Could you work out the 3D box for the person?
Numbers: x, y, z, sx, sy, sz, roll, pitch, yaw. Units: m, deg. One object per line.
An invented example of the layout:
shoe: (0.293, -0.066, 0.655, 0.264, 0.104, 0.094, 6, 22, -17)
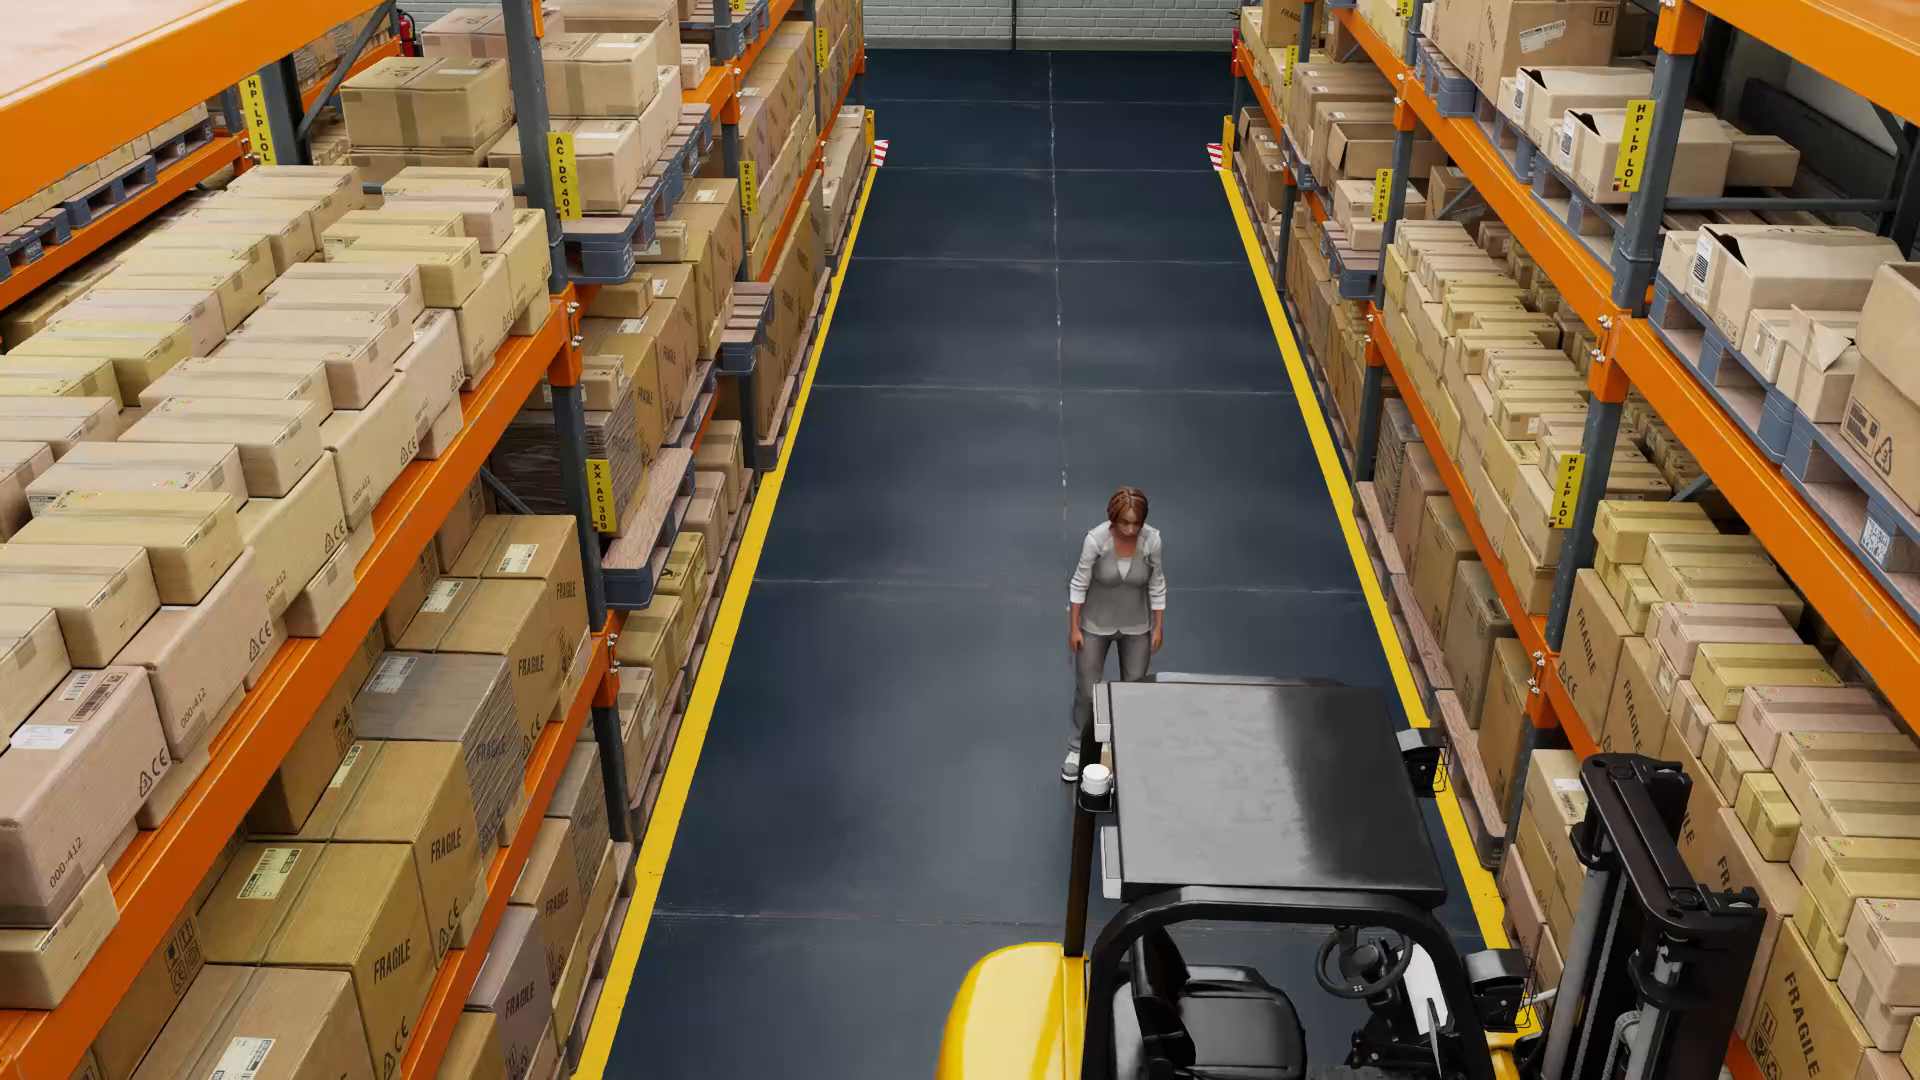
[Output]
person: (0.748, 0.439, 8.037, 0.483, 1.592, 0.347, -1, 28, -1)
